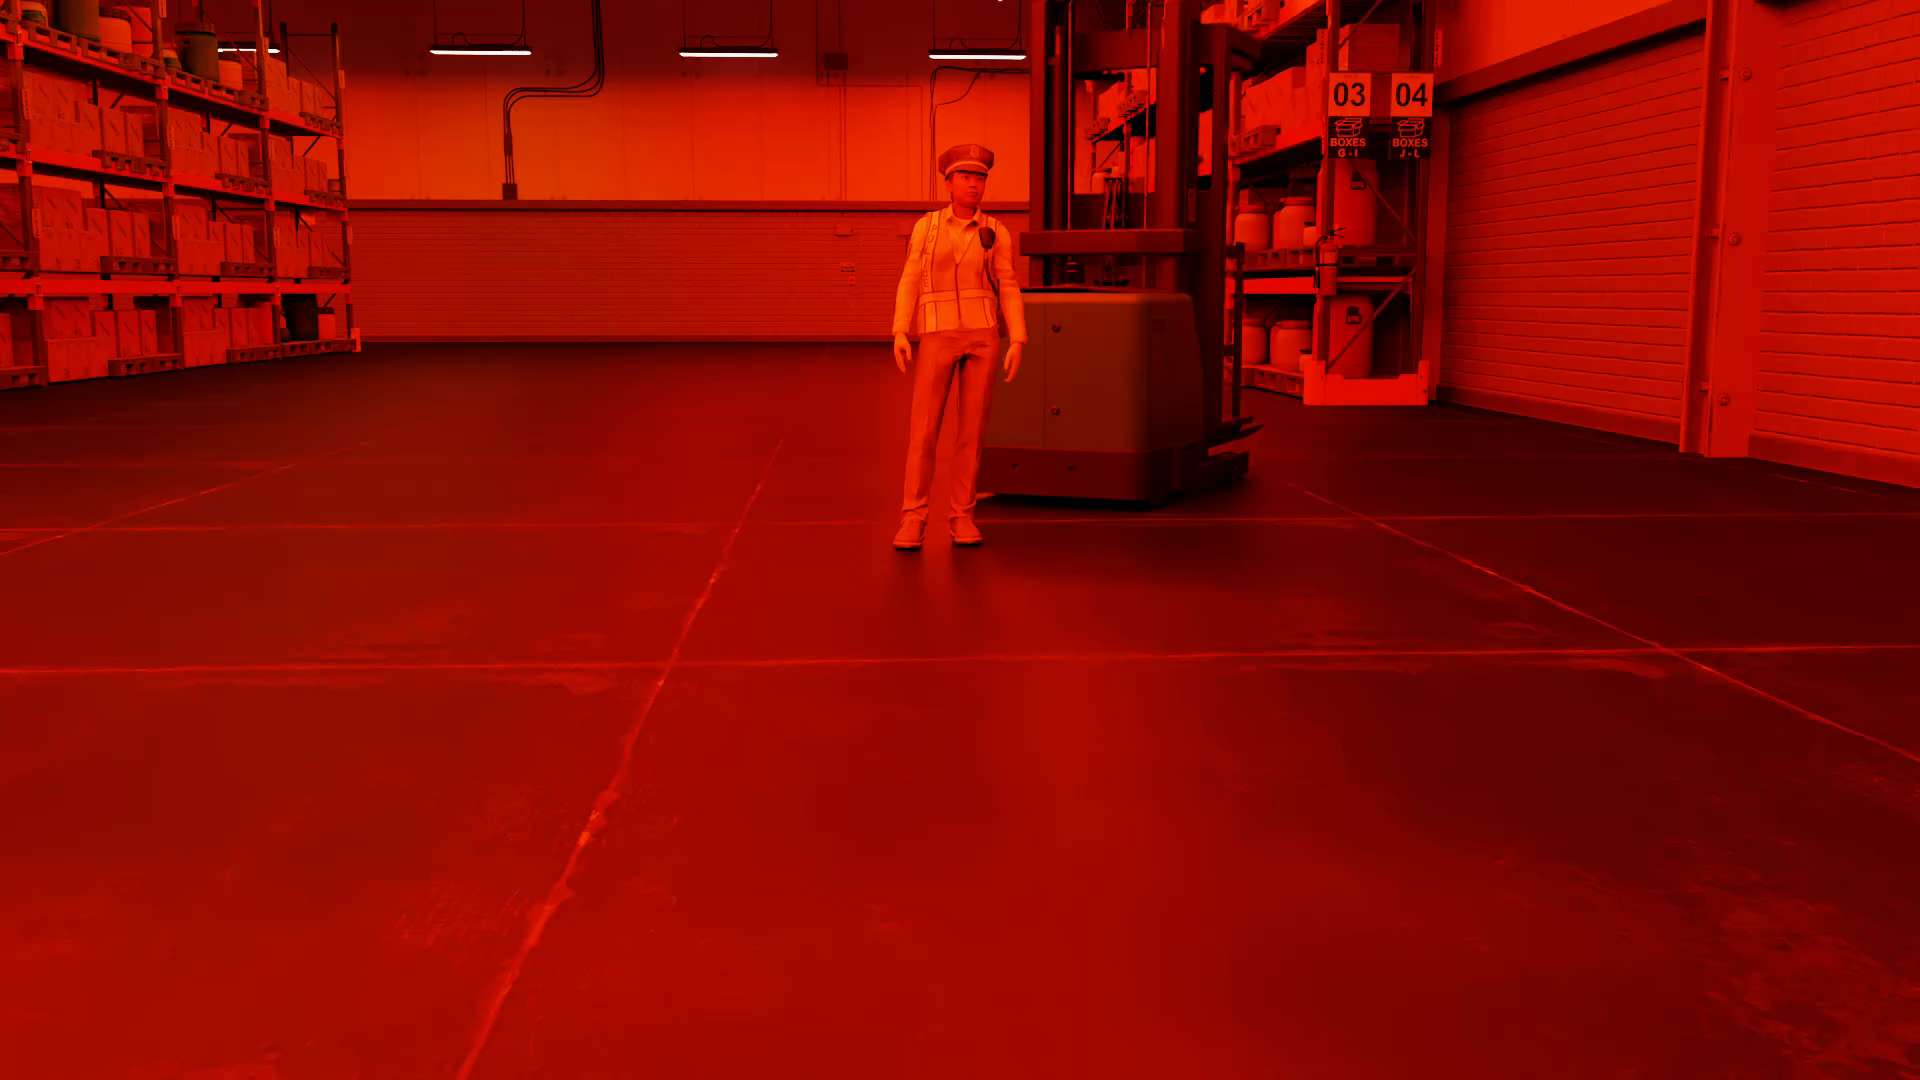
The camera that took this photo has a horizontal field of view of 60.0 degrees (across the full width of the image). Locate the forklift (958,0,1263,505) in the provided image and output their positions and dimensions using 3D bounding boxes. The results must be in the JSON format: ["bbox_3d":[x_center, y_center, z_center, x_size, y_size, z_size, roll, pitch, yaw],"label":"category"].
[{"bbox_3d":[1.044,-1.801,9.457,1.130,2.935,3.031,4,9,24],"label":"forklift"}]

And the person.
[{"bbox_3d":[-0.002,-0.835,7.115,0.587,1.694,0.529,-1,8,-4],"label":"person"}]
